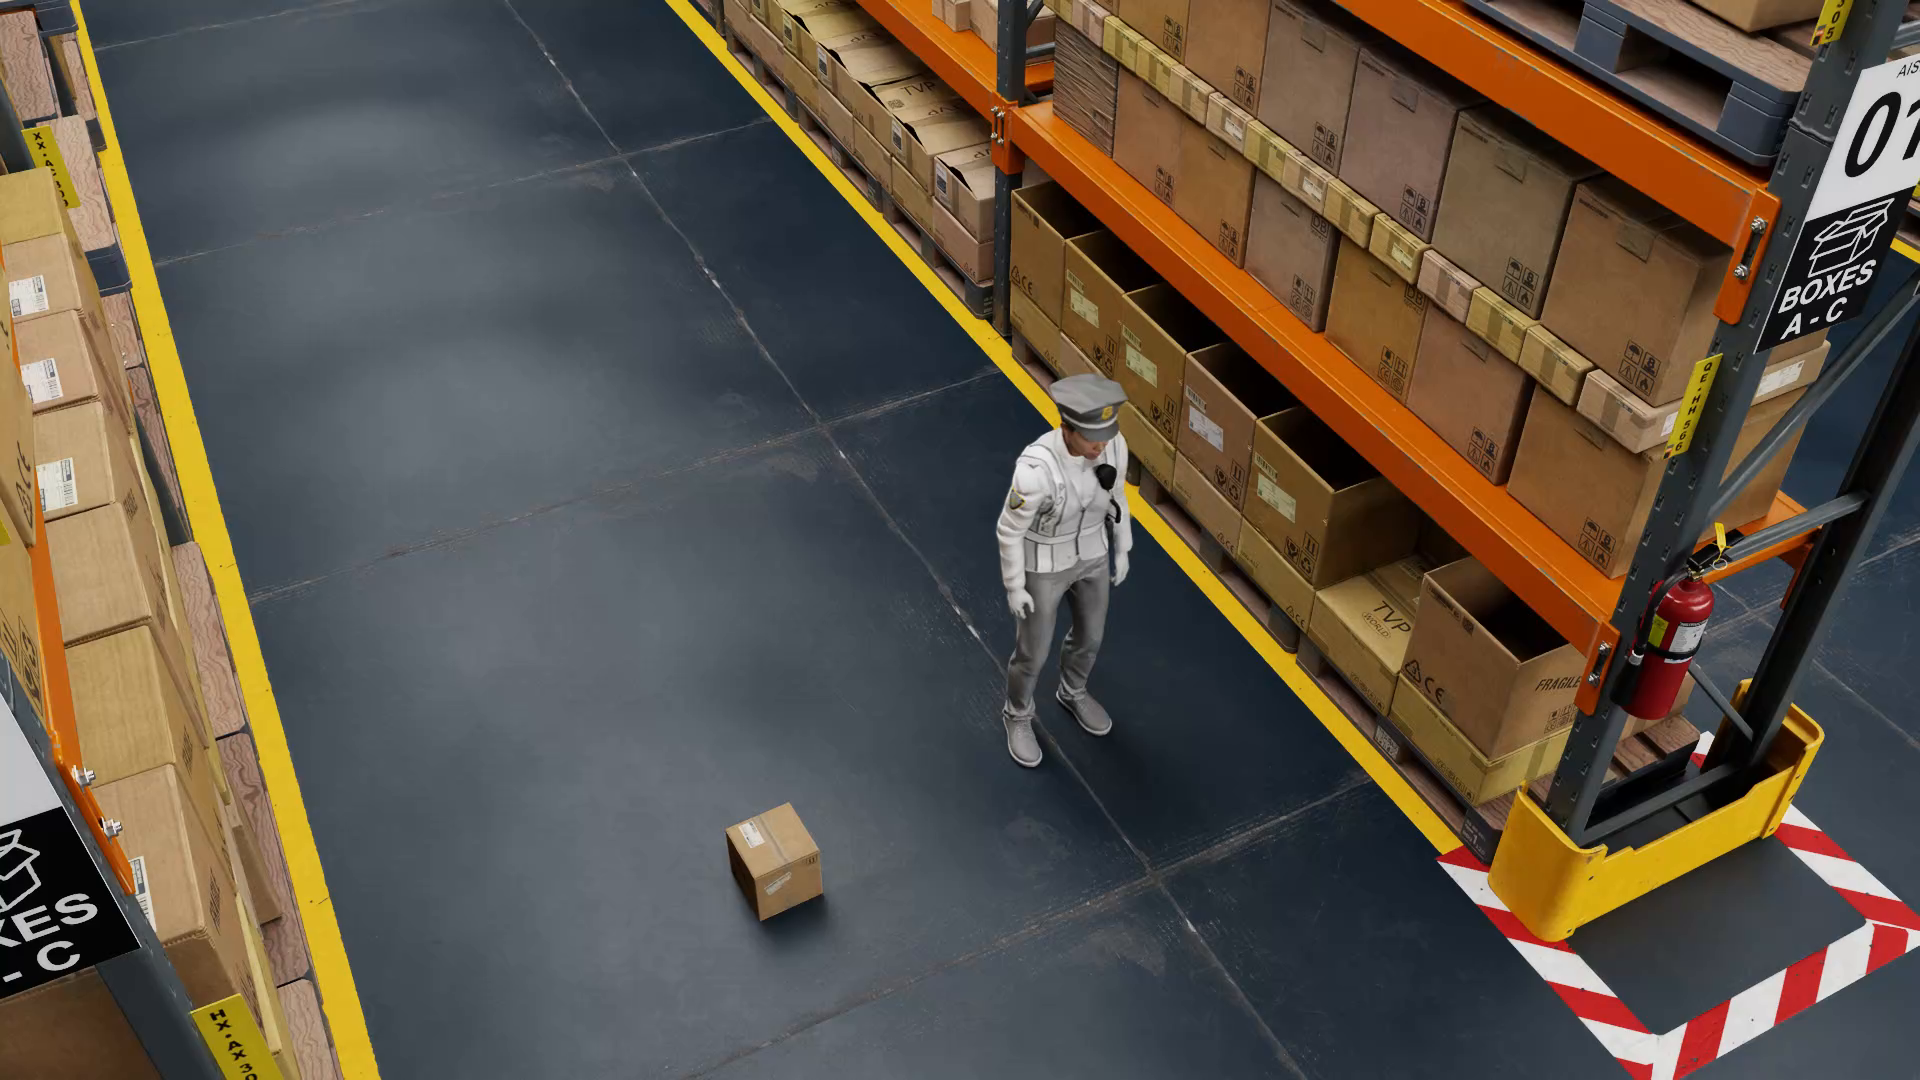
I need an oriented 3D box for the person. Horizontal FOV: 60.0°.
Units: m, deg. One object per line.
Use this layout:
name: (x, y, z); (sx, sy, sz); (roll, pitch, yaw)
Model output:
person: (0.385, 0.092, 6.052); (0.530, 1.663, 0.371); (-19, 45, -20)
